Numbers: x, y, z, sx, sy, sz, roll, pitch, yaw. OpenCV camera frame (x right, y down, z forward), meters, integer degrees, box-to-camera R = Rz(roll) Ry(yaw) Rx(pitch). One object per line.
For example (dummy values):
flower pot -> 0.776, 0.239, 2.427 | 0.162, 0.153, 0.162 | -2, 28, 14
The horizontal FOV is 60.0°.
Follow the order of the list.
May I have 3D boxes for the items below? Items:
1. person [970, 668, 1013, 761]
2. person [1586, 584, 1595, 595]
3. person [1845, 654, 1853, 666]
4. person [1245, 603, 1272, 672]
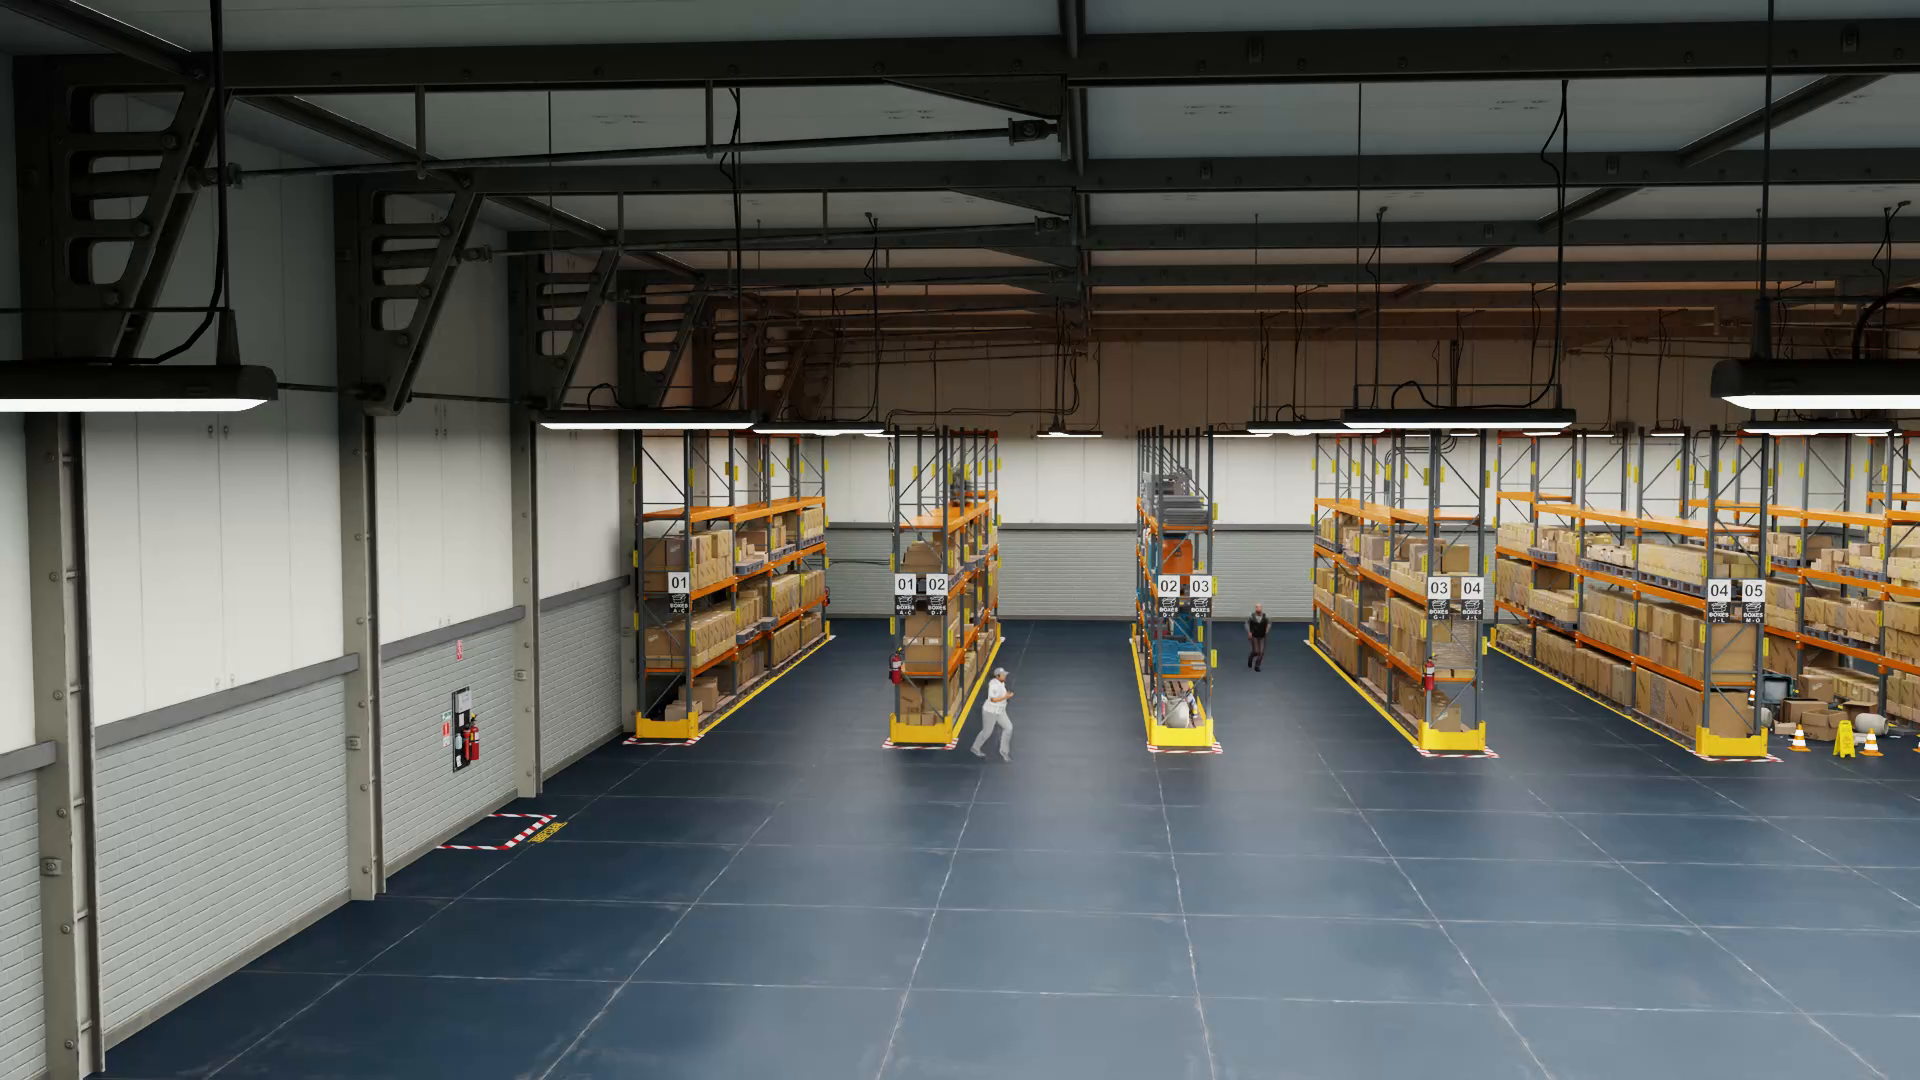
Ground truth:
person -> 0.577, 3.130, 29.712 | 0.838, 1.729, 0.586 | 2, 4, 27
person -> 17.955, 2.055, 47.375 | 0.872, 1.599, 0.529 | 0, 3, -8
person -> 22.239, 2.373, 41.927 | 0.508, 1.709, 0.810 | 0, 3, -1
person -> 7.397, 2.413, 41.155 | 0.651, 1.689, 0.608 | 0, 3, -1
